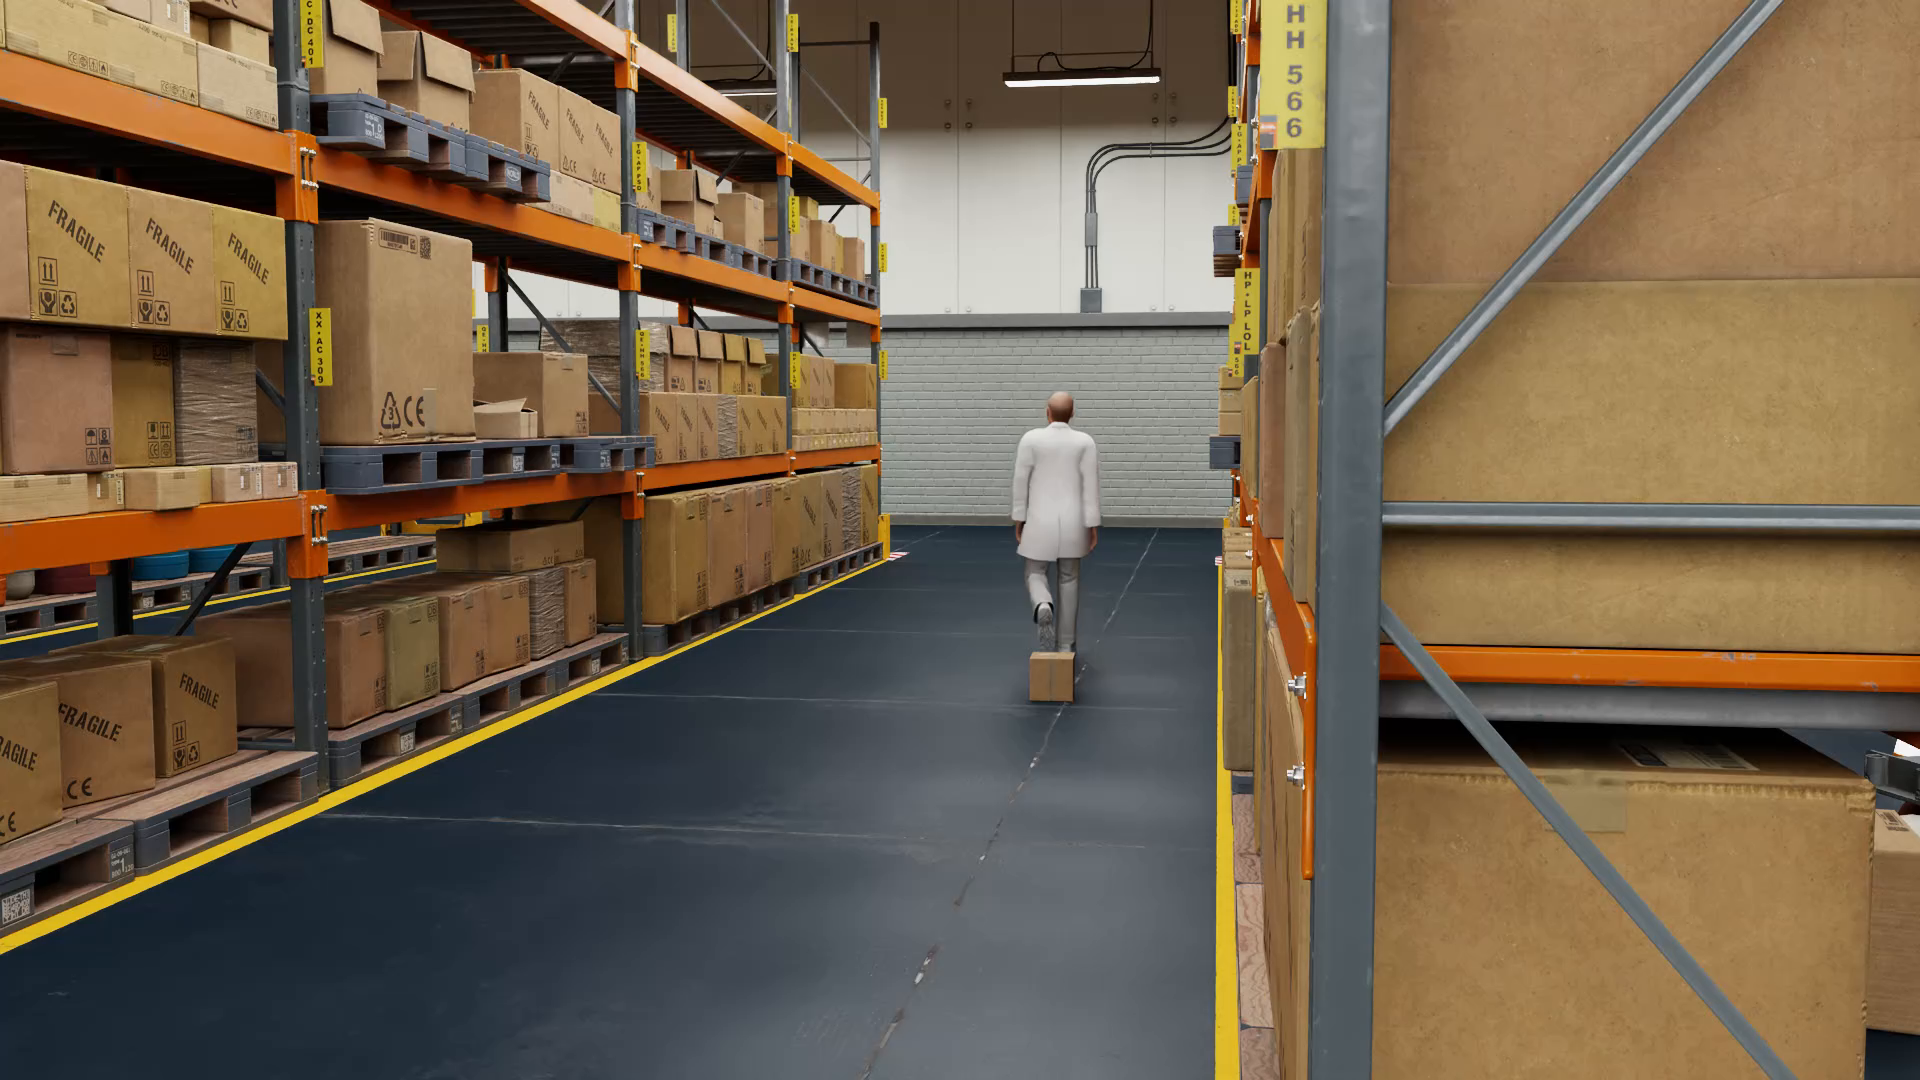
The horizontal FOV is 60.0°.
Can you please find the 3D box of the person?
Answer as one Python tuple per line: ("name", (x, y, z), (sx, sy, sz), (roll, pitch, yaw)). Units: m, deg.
("person", (0.649, -0.109, 11.146), (0.606, 1.768, 0.691), (0, 4, -2))
